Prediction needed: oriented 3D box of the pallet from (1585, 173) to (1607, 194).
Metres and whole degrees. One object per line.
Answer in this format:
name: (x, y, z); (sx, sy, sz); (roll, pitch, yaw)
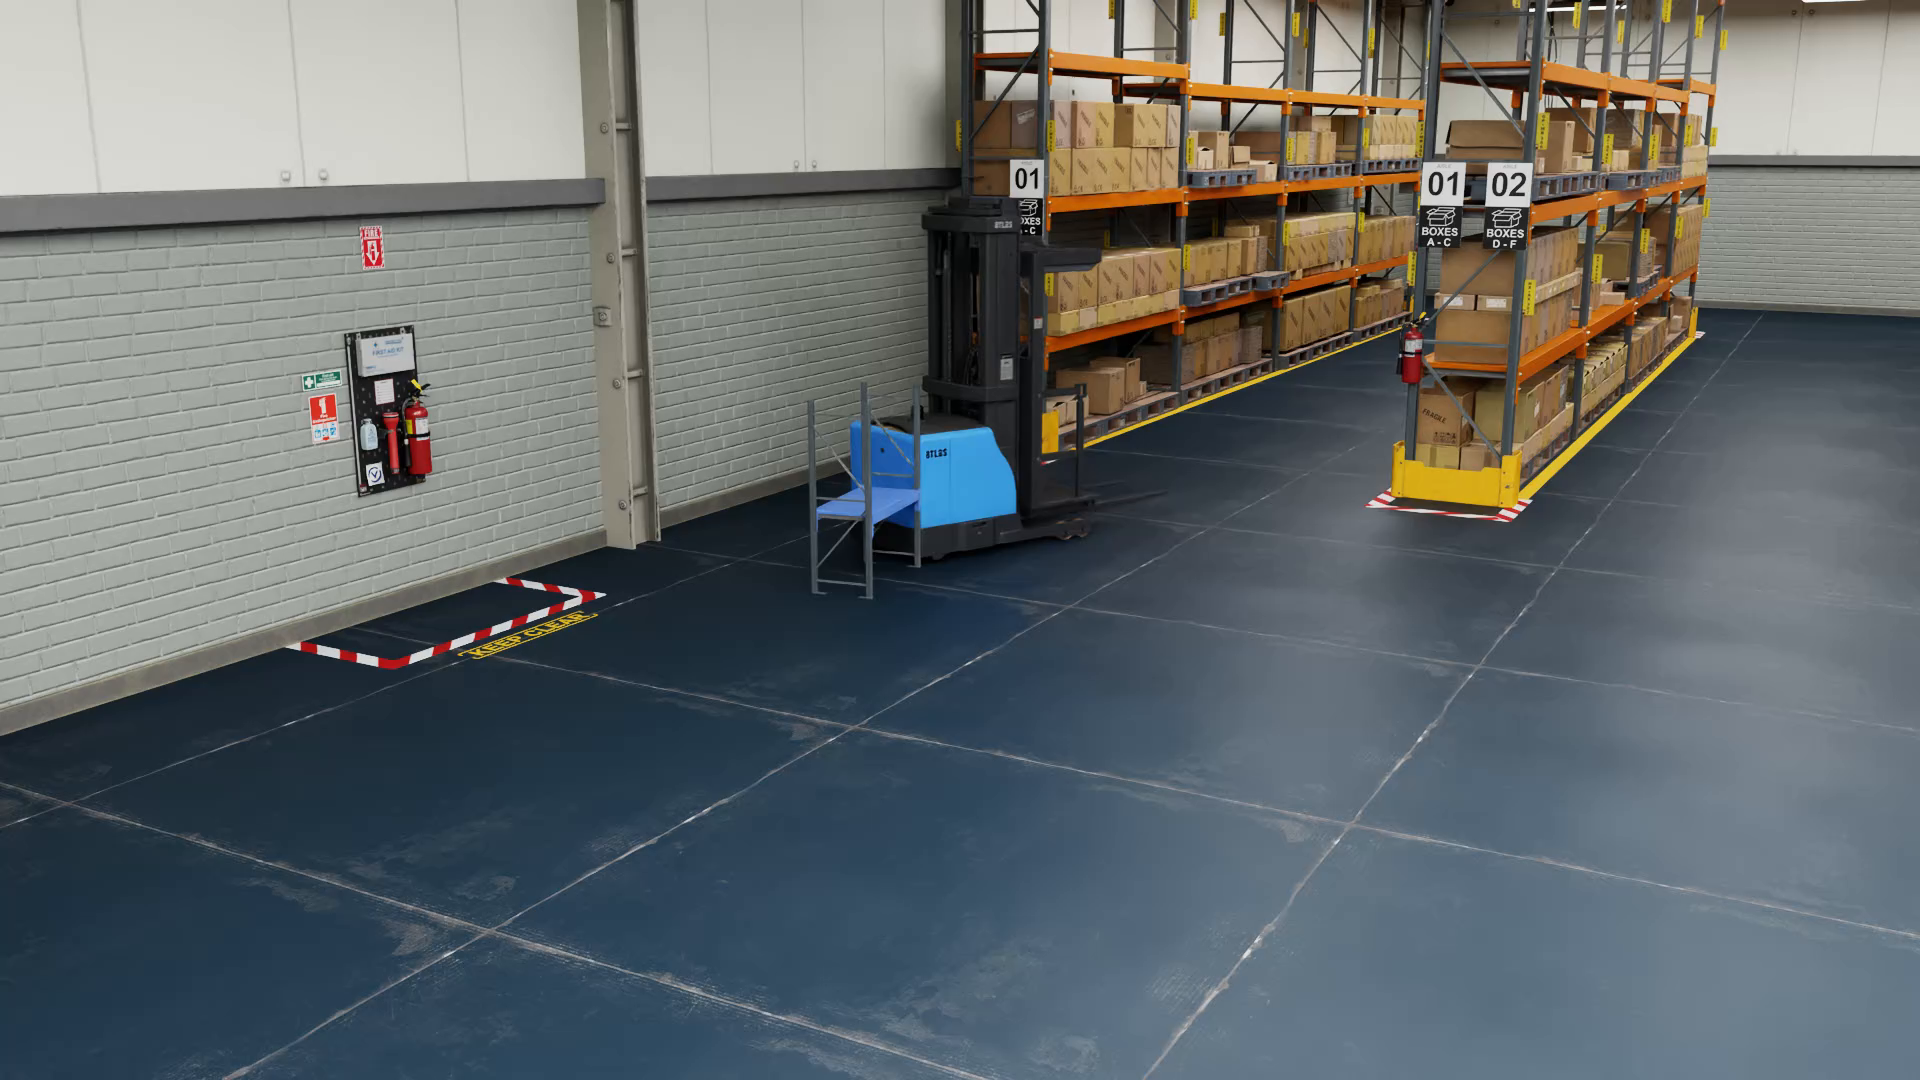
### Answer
pallet: (7.167, -4.232, 19.694); (0.805, 0.209, 1.217); (7, 15, 26)

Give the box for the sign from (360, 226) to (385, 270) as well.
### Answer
sign: (-4.158, -2.068, 11.766); (0.001, 0.298, 0.199); (7, 15, 28)

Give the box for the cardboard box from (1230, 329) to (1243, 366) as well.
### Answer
cardboard box: (3.694, -2.818, 24.216); (0.700, 0.500, 0.500); (7, 15, 28)

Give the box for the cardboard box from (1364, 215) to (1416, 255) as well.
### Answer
cardboard box: (7.977, -5.746, 31.329); (0.980, 0.700, 0.700); (8, 16, 31)

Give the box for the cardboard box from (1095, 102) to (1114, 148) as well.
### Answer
cardboard box: (1.404, -4.682, 18.763); (0.500, 0.500, 0.500); (8, 16, 30)

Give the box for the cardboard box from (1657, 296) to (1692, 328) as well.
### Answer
cardboard box: (12.506, -4.005, 29.141); (0.500, 0.500, 0.500); (7, 15, 28)

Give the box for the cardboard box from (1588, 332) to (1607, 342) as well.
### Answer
cardboard box: (8.933, -2.722, 23.818); (0.500, 0.500, 0.500); (8, 16, 30)

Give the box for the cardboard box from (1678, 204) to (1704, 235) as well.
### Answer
cardboard box: (12.579, -5.558, 28.841); (0.500, 0.500, 0.500); (7, 15, 28)

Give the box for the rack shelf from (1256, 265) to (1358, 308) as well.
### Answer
rack shelf: (5.315, -4.126, 26.781); (1.077, 0.370, 4.000); (7, 15, 28)

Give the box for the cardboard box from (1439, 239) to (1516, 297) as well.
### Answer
cardboard box: (5.081, -2.648, 16.135); (0.700, 0.500, 0.500); (7, 15, 28)

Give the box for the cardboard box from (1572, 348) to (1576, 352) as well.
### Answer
cardboard box: (7.929, -2.462, 22.119); (0.500, 0.311, 0.500); (7, 15, 27)

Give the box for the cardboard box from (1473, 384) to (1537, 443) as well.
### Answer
cardboard box: (5.513, -1.283, 16.826); (0.500, 0.500, 0.500); (7, 15, 28)

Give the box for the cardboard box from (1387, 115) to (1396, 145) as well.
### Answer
cardboard box: (7.349, -7.211, 29.255); (0.500, 0.500, 0.500); (7, 15, 28)

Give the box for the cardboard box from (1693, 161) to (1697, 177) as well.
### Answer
cardboard box: (11.798, -6.090, 27.313); (0.500, 0.250, 0.500); (7, 15, 28)

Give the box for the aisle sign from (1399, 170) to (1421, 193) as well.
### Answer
aisle sign: (8.512, -6.951, 31.419); (0.394, 0.787, 0.004); (7, 15, 28)

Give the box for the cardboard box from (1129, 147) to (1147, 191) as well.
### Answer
cardboard box: (1.896, -4.409, 19.766); (0.500, 0.500, 0.500); (7, 15, 26)

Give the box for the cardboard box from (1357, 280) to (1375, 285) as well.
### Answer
cardboard box: (7.484, -4.749, 30.884); (0.380, 0.149, 0.250); (8, 15, 29)

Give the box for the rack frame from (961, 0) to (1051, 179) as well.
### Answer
rack frame: (0.480, -5.340, 17.484); (1.000, 3.000, 0.127); (7, 15, 28)

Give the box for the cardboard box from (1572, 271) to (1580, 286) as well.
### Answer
cardboard box: (6.808, -2.968, 18.846); (0.380, 0.149, 0.250); (7, 15, 28)

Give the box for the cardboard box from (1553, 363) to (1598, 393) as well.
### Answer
cardboard box: (7.417, -1.983, 20.132); (0.500, 0.311, 0.500); (7, 15, 27)

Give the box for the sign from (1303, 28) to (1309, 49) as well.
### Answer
sign: (5.807, -8.401, 27.850); (0.100, 0.325, 0.005); (7, 15, 28)

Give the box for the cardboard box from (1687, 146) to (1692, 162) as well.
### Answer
cardboard box: (11.312, -6.128, 26.405); (0.500, 0.250, 0.500); (7, 15, 28)

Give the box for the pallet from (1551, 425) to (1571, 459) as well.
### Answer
pallet: (6.331, -1.170, 18.936); (1.003, 0.211, 1.213); (7, 15, 28)

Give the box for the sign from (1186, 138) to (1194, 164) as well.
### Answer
sign: (2.893, -4.894, 20.931); (0.100, 0.325, 0.005); (7, 15, 28)

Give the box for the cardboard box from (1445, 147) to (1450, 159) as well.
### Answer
cardboard box: (5.144, -3.787, 16.567); (0.500, 0.250, 0.500); (7, 15, 28)

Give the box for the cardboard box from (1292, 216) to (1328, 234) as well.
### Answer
cardboard box: (5.532, -5.015, 26.446); (0.500, 0.250, 0.500); (7, 15, 27)

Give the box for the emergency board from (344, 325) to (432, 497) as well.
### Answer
emergency board: (-4.067, -0.932, 11.998); (0.194, 1.169, 0.643); (7, 15, 28)

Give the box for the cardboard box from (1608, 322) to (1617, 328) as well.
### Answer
cardboard box: (9.447, -3.309, 24.653); (0.500, 0.250, 0.500); (7, 15, 27)

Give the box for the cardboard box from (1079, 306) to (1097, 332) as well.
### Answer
cardboard box: (1.233, -2.533, 18.917); (0.500, 0.250, 0.500); (7, 15, 26)

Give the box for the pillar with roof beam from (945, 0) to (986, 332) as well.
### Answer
pillar with roof beam: (3.830, -5.094, 16.463); (9.100, 9.000, 0.400); (7, 15, 28)

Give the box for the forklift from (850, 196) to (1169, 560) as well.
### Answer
forklift: (0.536, -1.512, 14.550); (3.031, 2.935, 1.130); (-10, 17, -35)

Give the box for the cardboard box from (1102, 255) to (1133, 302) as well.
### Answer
cardboard box: (1.716, -3.102, 19.677); (0.500, 0.500, 0.500); (8, 16, 30)

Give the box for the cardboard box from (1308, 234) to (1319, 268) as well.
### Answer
cardboard box: (5.309, -4.547, 26.102); (0.500, 0.500, 0.500); (7, 15, 28)

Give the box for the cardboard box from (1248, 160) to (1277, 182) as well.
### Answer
cardboard box: (4.236, -5.311, 23.912); (0.500, 0.311, 0.500); (7, 15, 28)

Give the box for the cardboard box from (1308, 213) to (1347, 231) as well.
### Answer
cardboard box: (6.024, -5.225, 27.314); (0.500, 0.250, 0.500); (8, 16, 29)

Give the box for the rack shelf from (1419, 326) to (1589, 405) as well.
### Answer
rack shelf: (5.785, -1.924, 17.649); (1.077, 0.370, 4.000); (7, 15, 28)

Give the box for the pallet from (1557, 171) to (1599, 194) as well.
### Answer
pallet: (6.363, -3.921, 18.187); (1.003, 0.211, 1.213); (7, 15, 28)

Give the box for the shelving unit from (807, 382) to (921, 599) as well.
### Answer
shelving unit: (-0.732, -0.413, 13.047); (0.538, 1.500, 1.048); (5, 14, 19)

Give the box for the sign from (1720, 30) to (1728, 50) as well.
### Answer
sign: (13.029, -8.526, 28.369); (0.100, 0.325, 0.005); (7, 15, 28)

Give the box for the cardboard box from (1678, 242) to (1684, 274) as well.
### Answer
cardboard box: (11.349, -4.553, 26.806); (0.500, 0.500, 0.500); (8, 16, 29)

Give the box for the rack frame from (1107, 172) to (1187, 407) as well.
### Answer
rack frame: (2.414, -3.244, 21.591); (1.000, 3.000, 0.127); (7, 15, 28)

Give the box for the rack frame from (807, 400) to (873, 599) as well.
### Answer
rack frame: (-0.904, -0.301, 12.582); (0.500, 1.500, 0.032); (5, 14, 19)

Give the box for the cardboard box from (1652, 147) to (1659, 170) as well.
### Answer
cardboard box: (9.365, -5.316, 23.571); (0.910, 0.500, 0.500); (7, 15, 28)

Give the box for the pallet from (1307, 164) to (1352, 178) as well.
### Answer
pallet: (5.881, -6.057, 27.267); (0.805, 0.209, 1.217); (7, 15, 26)

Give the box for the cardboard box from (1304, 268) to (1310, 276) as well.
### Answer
cardboard box: (5.307, -4.261, 26.302); (0.380, 0.149, 0.250); (8, 16, 29)

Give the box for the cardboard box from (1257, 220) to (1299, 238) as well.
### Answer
cardboard box: (4.807, -4.702, 25.148); (0.500, 0.250, 0.500); (8, 16, 29)

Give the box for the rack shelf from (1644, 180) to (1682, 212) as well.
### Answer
rack shelf: (9.653, -5.023, 24.105); (1.077, 0.370, 4.000); (7, 15, 28)

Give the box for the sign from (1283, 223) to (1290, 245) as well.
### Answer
sign: (4.827, -4.530, 24.622); (0.100, 0.325, 0.005); (7, 15, 28)

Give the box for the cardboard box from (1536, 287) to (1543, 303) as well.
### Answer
cardboard box: (5.694, -2.495, 16.887); (0.380, 0.149, 0.250); (7, 15, 26)

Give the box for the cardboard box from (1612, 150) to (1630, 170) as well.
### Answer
cardboard box: (8.516, -4.995, 21.875); (0.500, 0.250, 0.500); (6, 15, 24)

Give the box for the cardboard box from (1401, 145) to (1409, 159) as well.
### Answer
cardboard box: (7.843, -7.057, 30.217); (0.500, 0.250, 0.500); (7, 15, 26)

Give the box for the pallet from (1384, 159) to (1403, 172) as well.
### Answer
pallet: (7.277, -6.717, 29.784); (1.003, 0.211, 1.213); (7, 15, 28)

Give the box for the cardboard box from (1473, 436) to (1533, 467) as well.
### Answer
cardboard box: (5.511, -0.919, 16.914); (0.500, 0.250, 0.500); (7, 15, 28)
